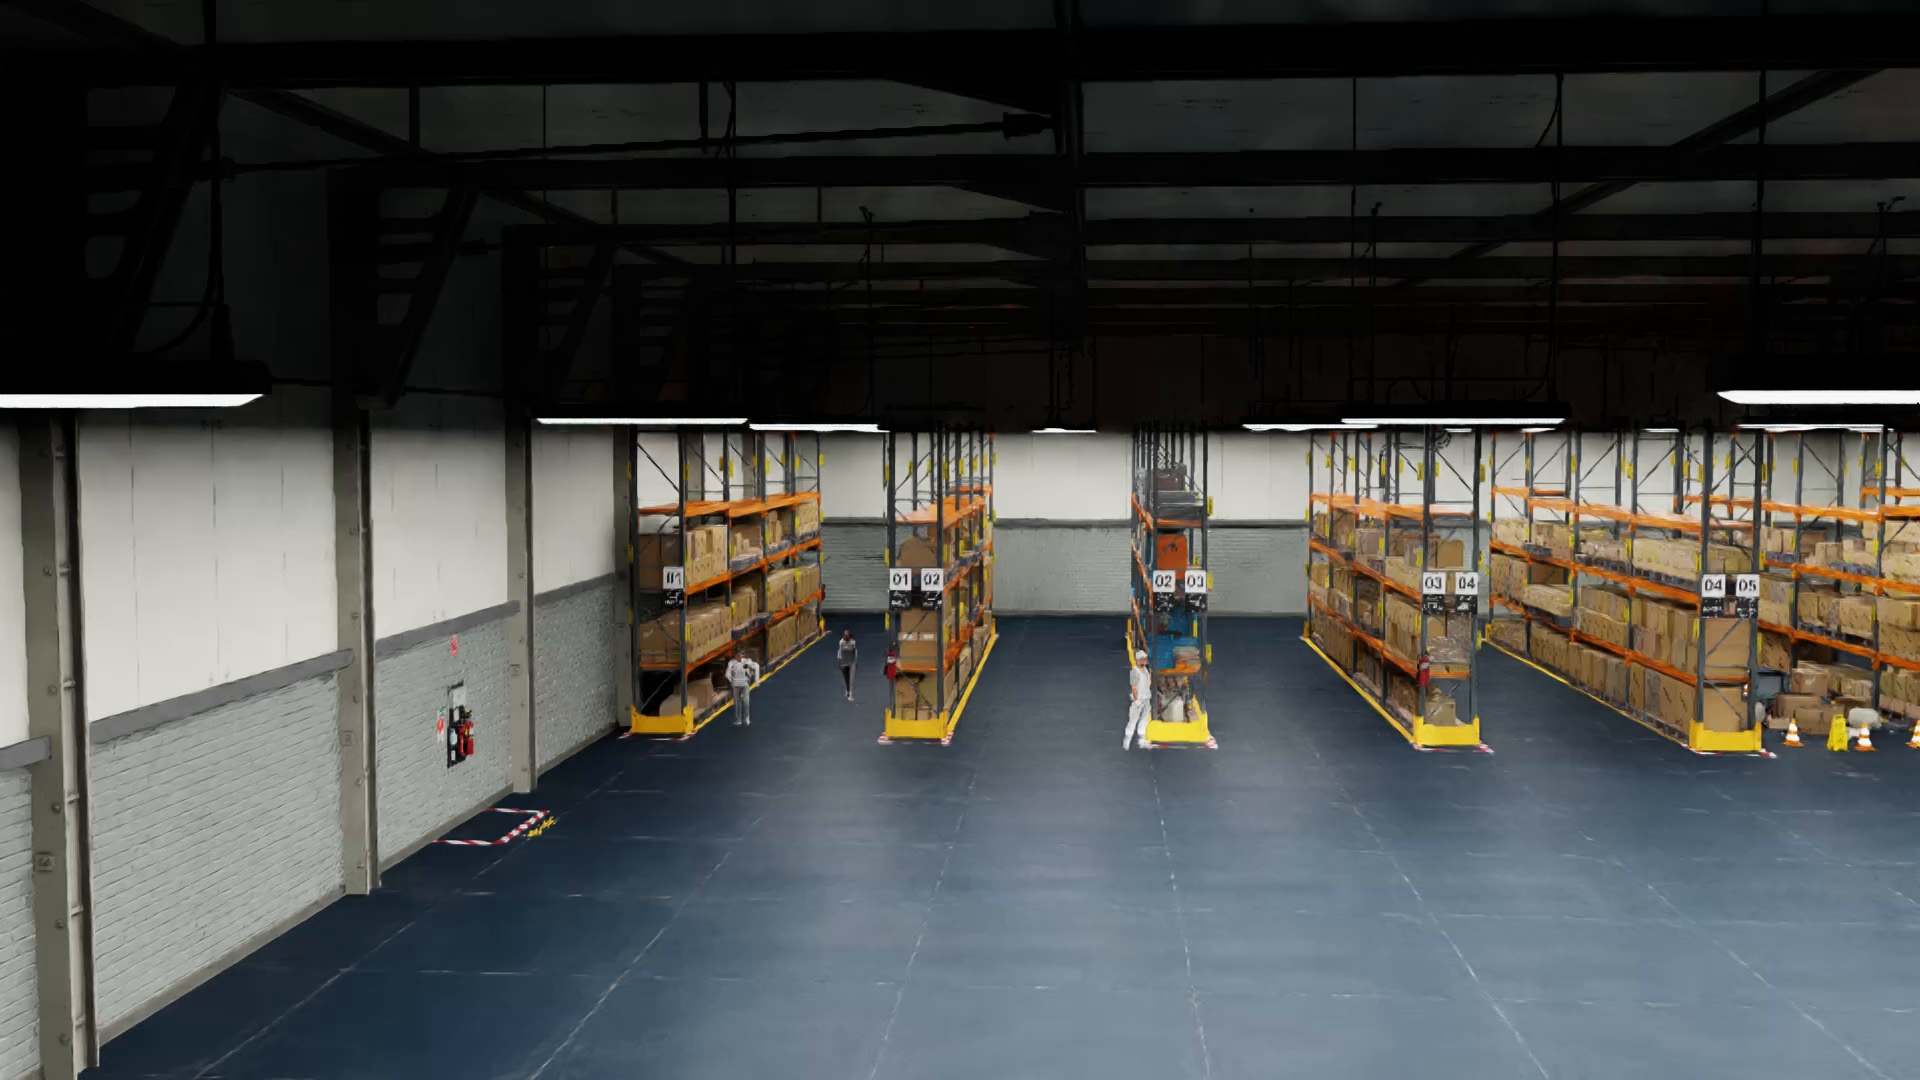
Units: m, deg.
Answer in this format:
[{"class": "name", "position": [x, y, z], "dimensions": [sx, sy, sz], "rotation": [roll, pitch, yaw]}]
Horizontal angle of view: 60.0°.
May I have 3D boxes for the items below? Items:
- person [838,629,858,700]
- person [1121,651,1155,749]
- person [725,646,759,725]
[{"class": "person", "position": [-2.438, 2.666, 36.022], "dimensions": [0.418, 1.512, 1.035], "rotation": [0, 4, 6]}, {"class": "person", "position": [3.230, 2.914, 30.216], "dimensions": [0.449, 1.792, 0.686], "rotation": [3, 5, 37]}, {"class": "person", "position": [-4.284, 2.859, 32.625], "dimensions": [0.615, 1.607, 0.801], "rotation": [1, 4, 9]}]
